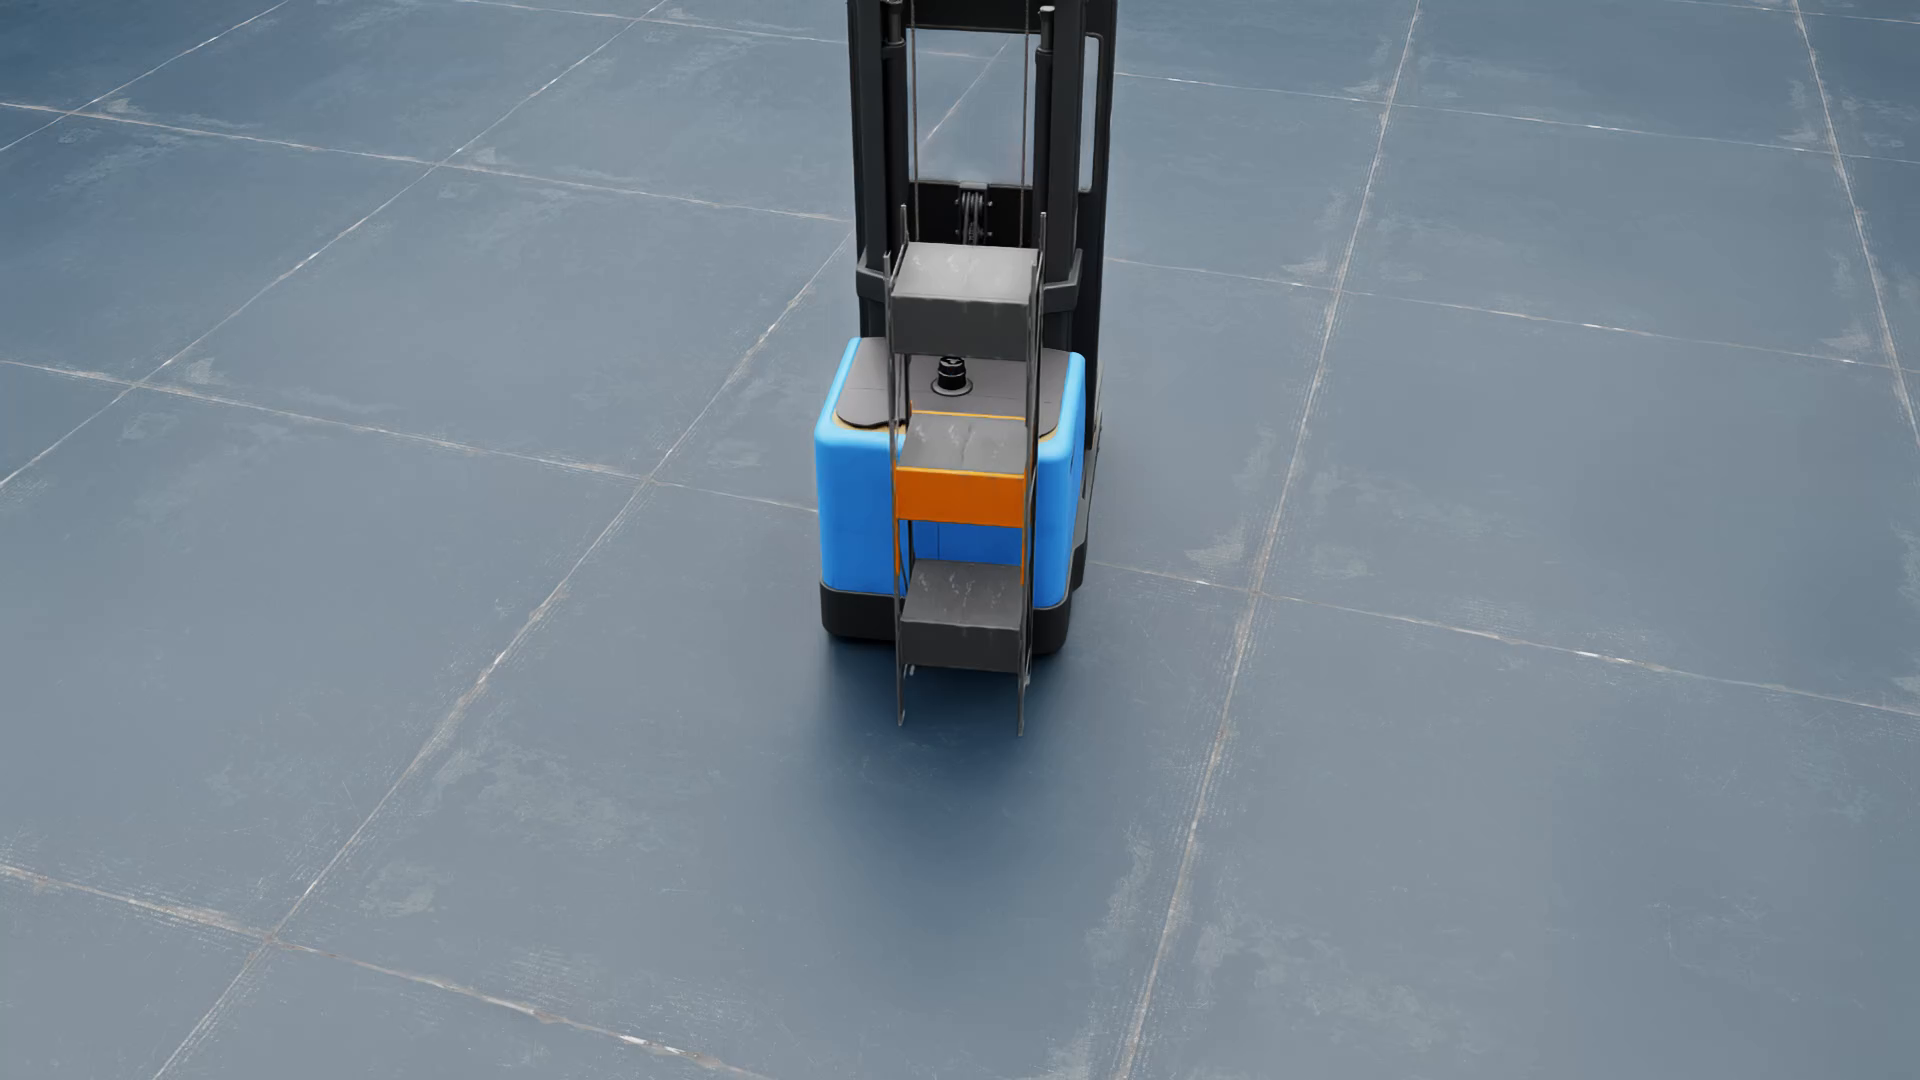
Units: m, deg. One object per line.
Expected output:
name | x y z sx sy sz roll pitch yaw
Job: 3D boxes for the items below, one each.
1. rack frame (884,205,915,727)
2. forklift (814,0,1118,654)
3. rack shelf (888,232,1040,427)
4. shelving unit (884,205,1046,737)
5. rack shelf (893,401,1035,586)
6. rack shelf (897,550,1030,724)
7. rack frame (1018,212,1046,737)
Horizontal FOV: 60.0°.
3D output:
rack frame | -0.219 -0.205 6.256 0.015 2.100 0.400 4 37 6
forklift | 0.123 -1.567 7.407 1.130 2.935 3.031 5 37 6
rack shelf | 0.023 -0.739 5.824 0.480 0.518 0.431 4 37 6
shelving unit | 0.023 -0.188 6.232 0.503 2.100 0.431 4 37 6
rack shelf | 0.023 -0.177 6.240 0.480 0.518 0.431 4 37 6
rack shelf | 0.024 0.386 6.657 0.480 0.518 0.431 4 37 6
rack frame | 0.265 -0.170 6.208 0.015 2.100 0.400 4 37 6
